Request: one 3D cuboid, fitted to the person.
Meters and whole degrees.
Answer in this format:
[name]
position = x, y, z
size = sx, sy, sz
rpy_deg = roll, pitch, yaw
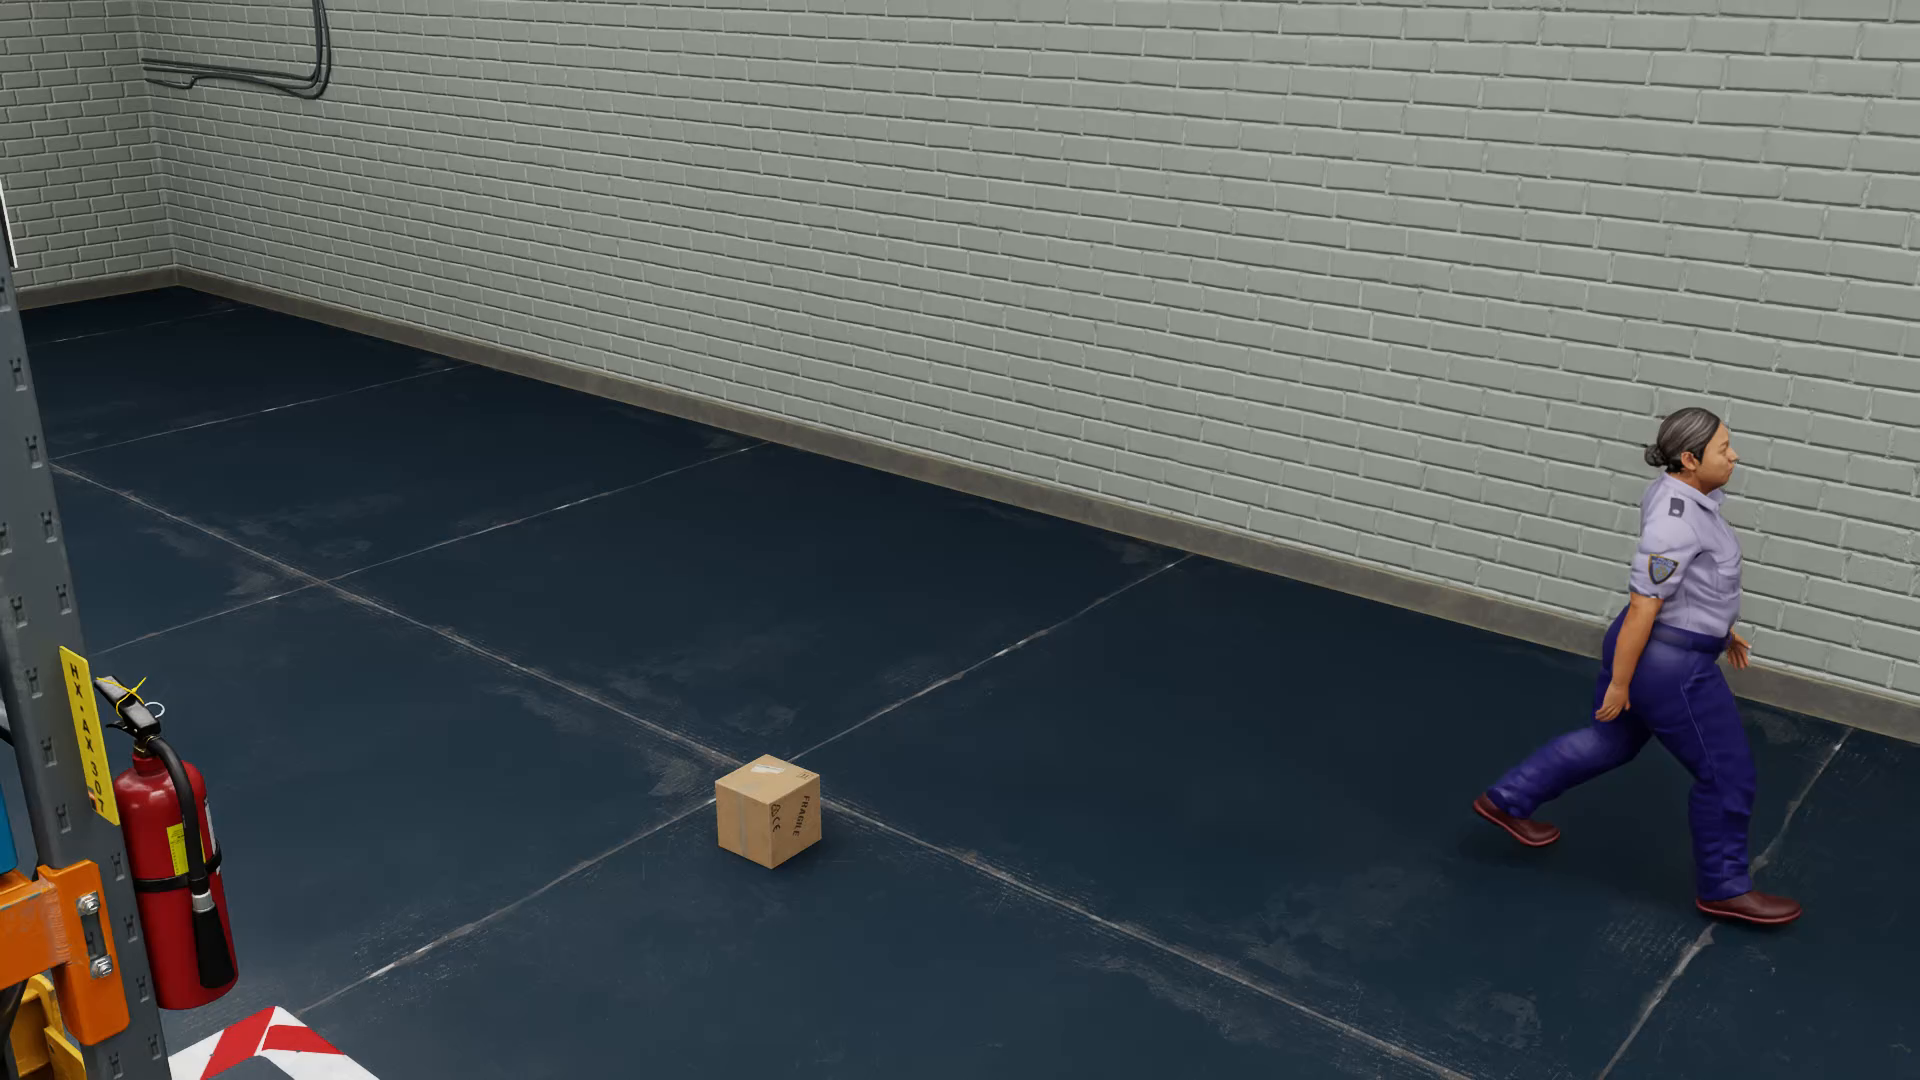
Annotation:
[person]
position = 2.161, 0.357, 5.119
size = 0.992, 1.597, 0.484
rpy_deg = 6, 21, 15
